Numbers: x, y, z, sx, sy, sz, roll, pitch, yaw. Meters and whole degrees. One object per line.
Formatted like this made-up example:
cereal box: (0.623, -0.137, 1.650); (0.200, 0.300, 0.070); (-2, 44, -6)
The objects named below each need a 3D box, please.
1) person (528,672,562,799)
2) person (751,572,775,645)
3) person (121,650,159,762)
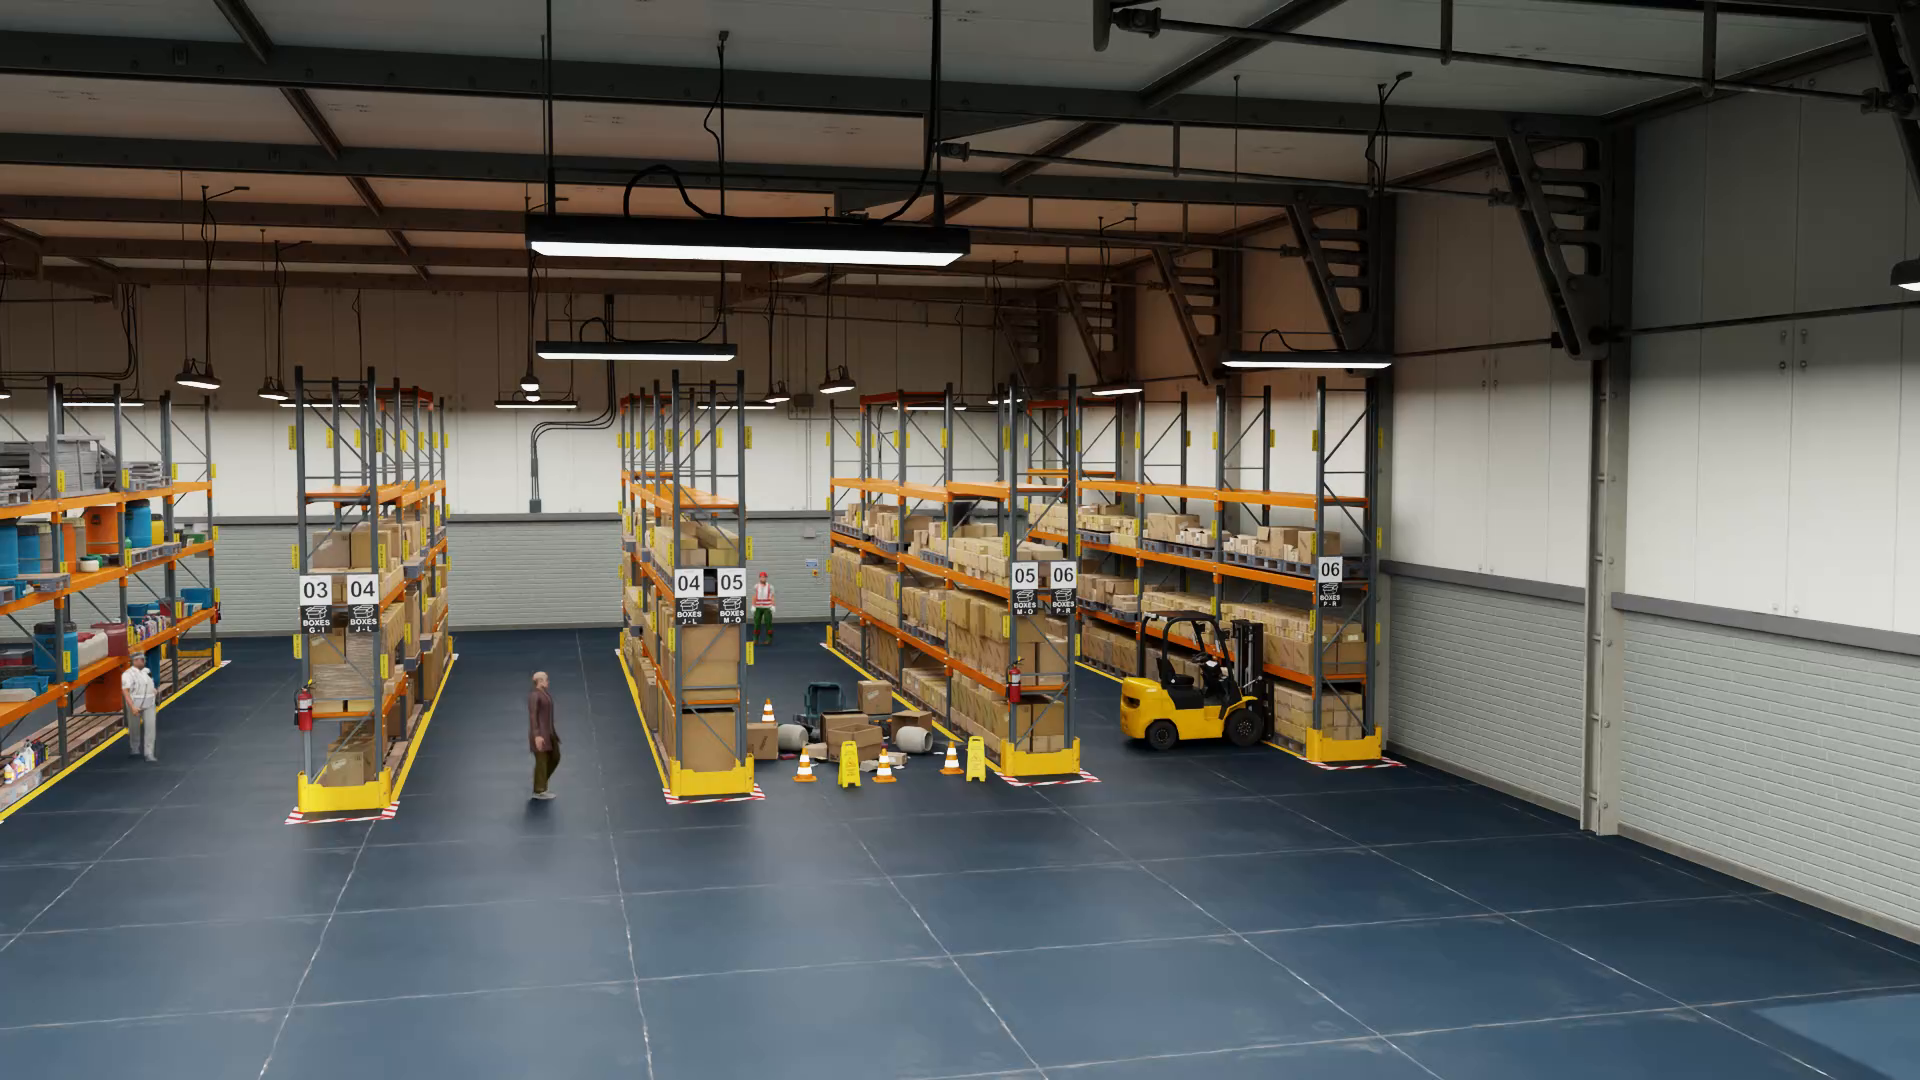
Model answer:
person: (-5.895, 2.729, 23.338); (0.552, 1.780, 0.675); (1, 3, 13)
person: (-4.833, 1.677, 40.823); (0.593, 1.790, 0.461); (1, 4, 17)
person: (-12.823, 2.586, 26.020); (0.520, 1.728, 1.029); (-2, 4, -27)
